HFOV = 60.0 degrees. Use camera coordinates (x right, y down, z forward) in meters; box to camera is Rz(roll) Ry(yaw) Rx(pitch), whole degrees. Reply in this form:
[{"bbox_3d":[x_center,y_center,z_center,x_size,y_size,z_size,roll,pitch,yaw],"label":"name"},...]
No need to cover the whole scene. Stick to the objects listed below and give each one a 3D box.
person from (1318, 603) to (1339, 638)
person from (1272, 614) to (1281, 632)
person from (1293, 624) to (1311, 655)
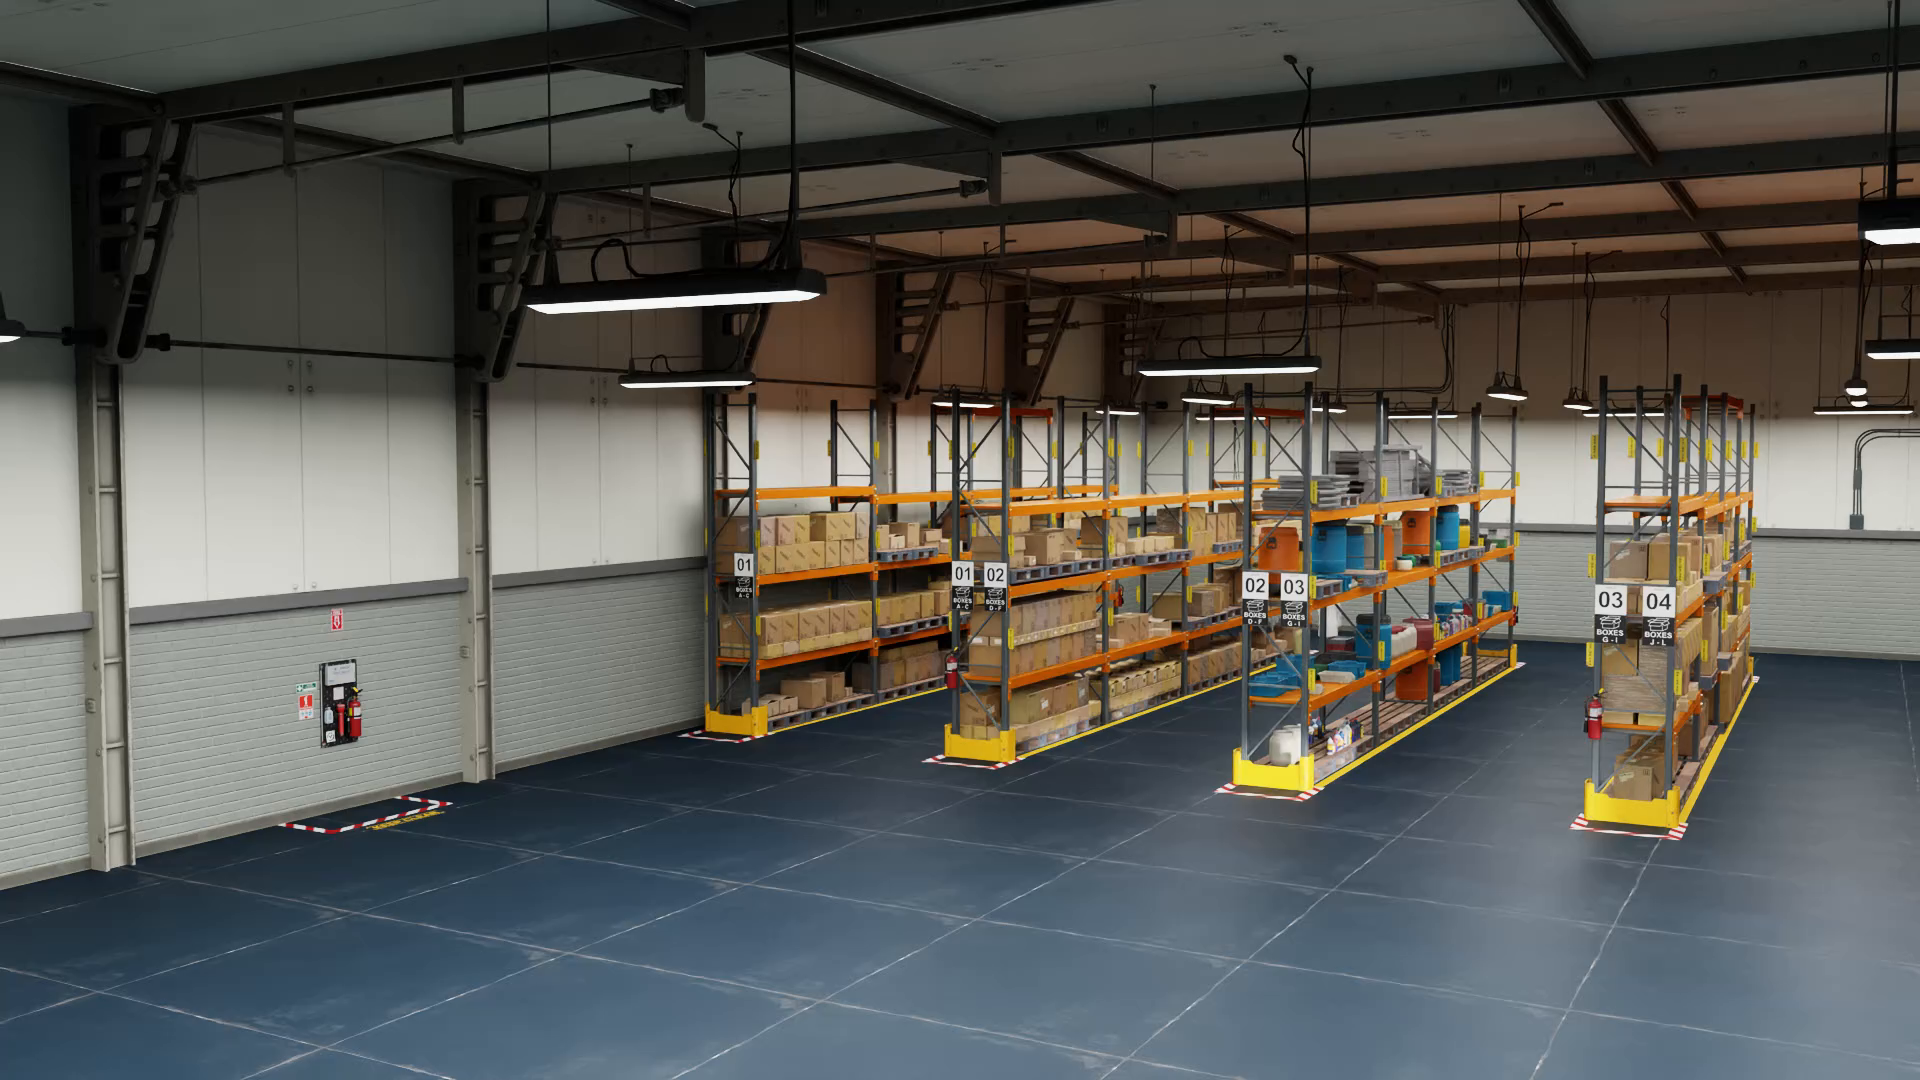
[{"bbox_3d":[8.520,2.018,38.533,0.676,1.782,0.427,-3,4,-43],"label":"person"},{"bbox_3d":[8.537,1.773,44.720,0.517,1.723,0.437,0,3,9],"label":"person"},{"bbox_3d":[6.904,2.349,33.876,0.542,1.672,0.476,-1,3,-12],"label":"person"}]
